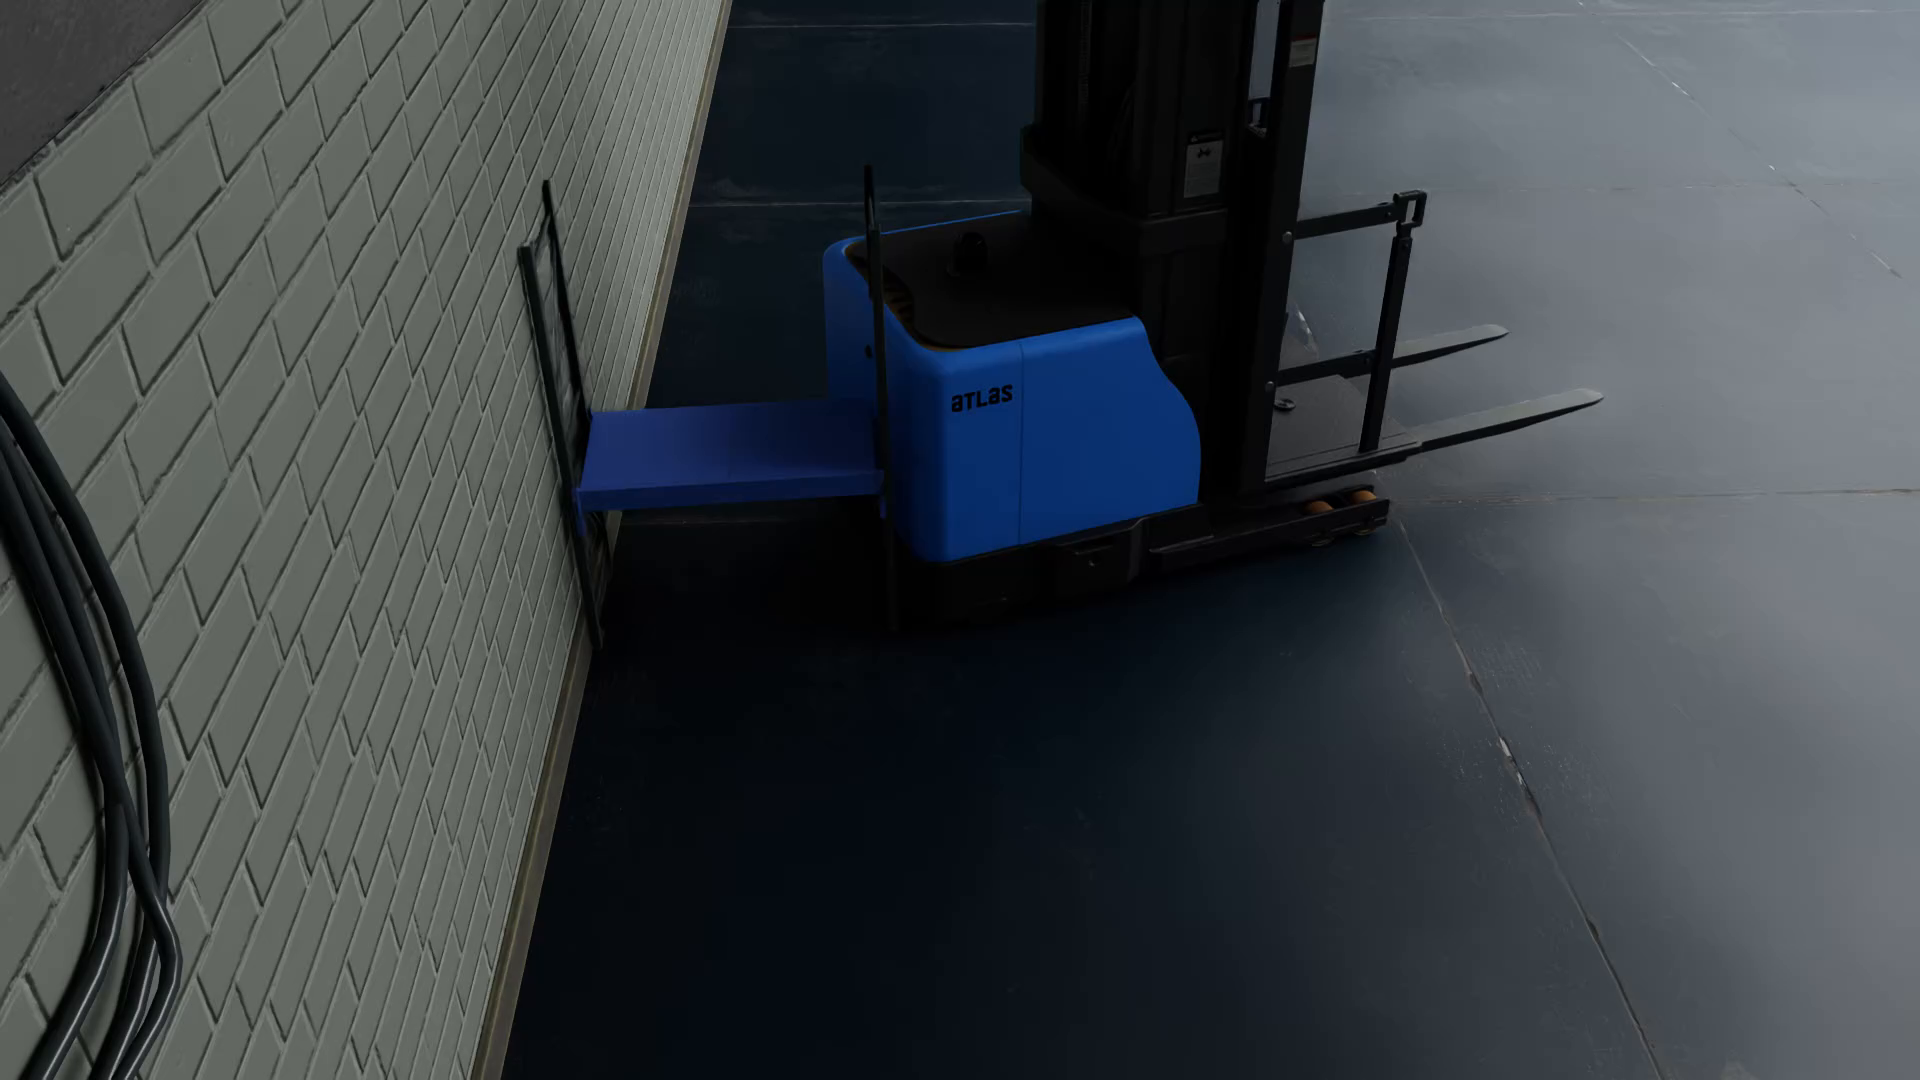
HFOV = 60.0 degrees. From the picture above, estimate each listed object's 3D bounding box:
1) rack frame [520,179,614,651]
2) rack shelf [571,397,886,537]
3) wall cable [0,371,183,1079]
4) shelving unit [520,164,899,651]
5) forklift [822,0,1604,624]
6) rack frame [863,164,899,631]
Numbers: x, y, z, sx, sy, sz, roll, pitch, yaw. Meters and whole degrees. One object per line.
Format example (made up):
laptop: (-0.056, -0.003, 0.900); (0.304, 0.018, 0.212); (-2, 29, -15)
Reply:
rack frame: (-1.274, -0.377, 5.459); (0.032, 1.500, 0.500); (-4, 35, -4)
rack shelf: (-0.765, -0.262, 5.595); (1.000, 0.185, 0.538); (-4, 35, -4)
wall cable: (-1.035, 0.353, 0.561); (0.112, 2.526, 3.097); (-2, 35, -2)
shelving unit: (-0.768, -0.410, 5.492); (1.048, 1.500, 0.538); (-4, 35, -4)
forklift: (1.066, -1.446, 5.764); (3.031, 2.935, 1.130); (-13, 37, -18)
rack frame: (-0.261, -0.442, 5.525); (0.032, 1.500, 0.500); (-4, 35, -4)
